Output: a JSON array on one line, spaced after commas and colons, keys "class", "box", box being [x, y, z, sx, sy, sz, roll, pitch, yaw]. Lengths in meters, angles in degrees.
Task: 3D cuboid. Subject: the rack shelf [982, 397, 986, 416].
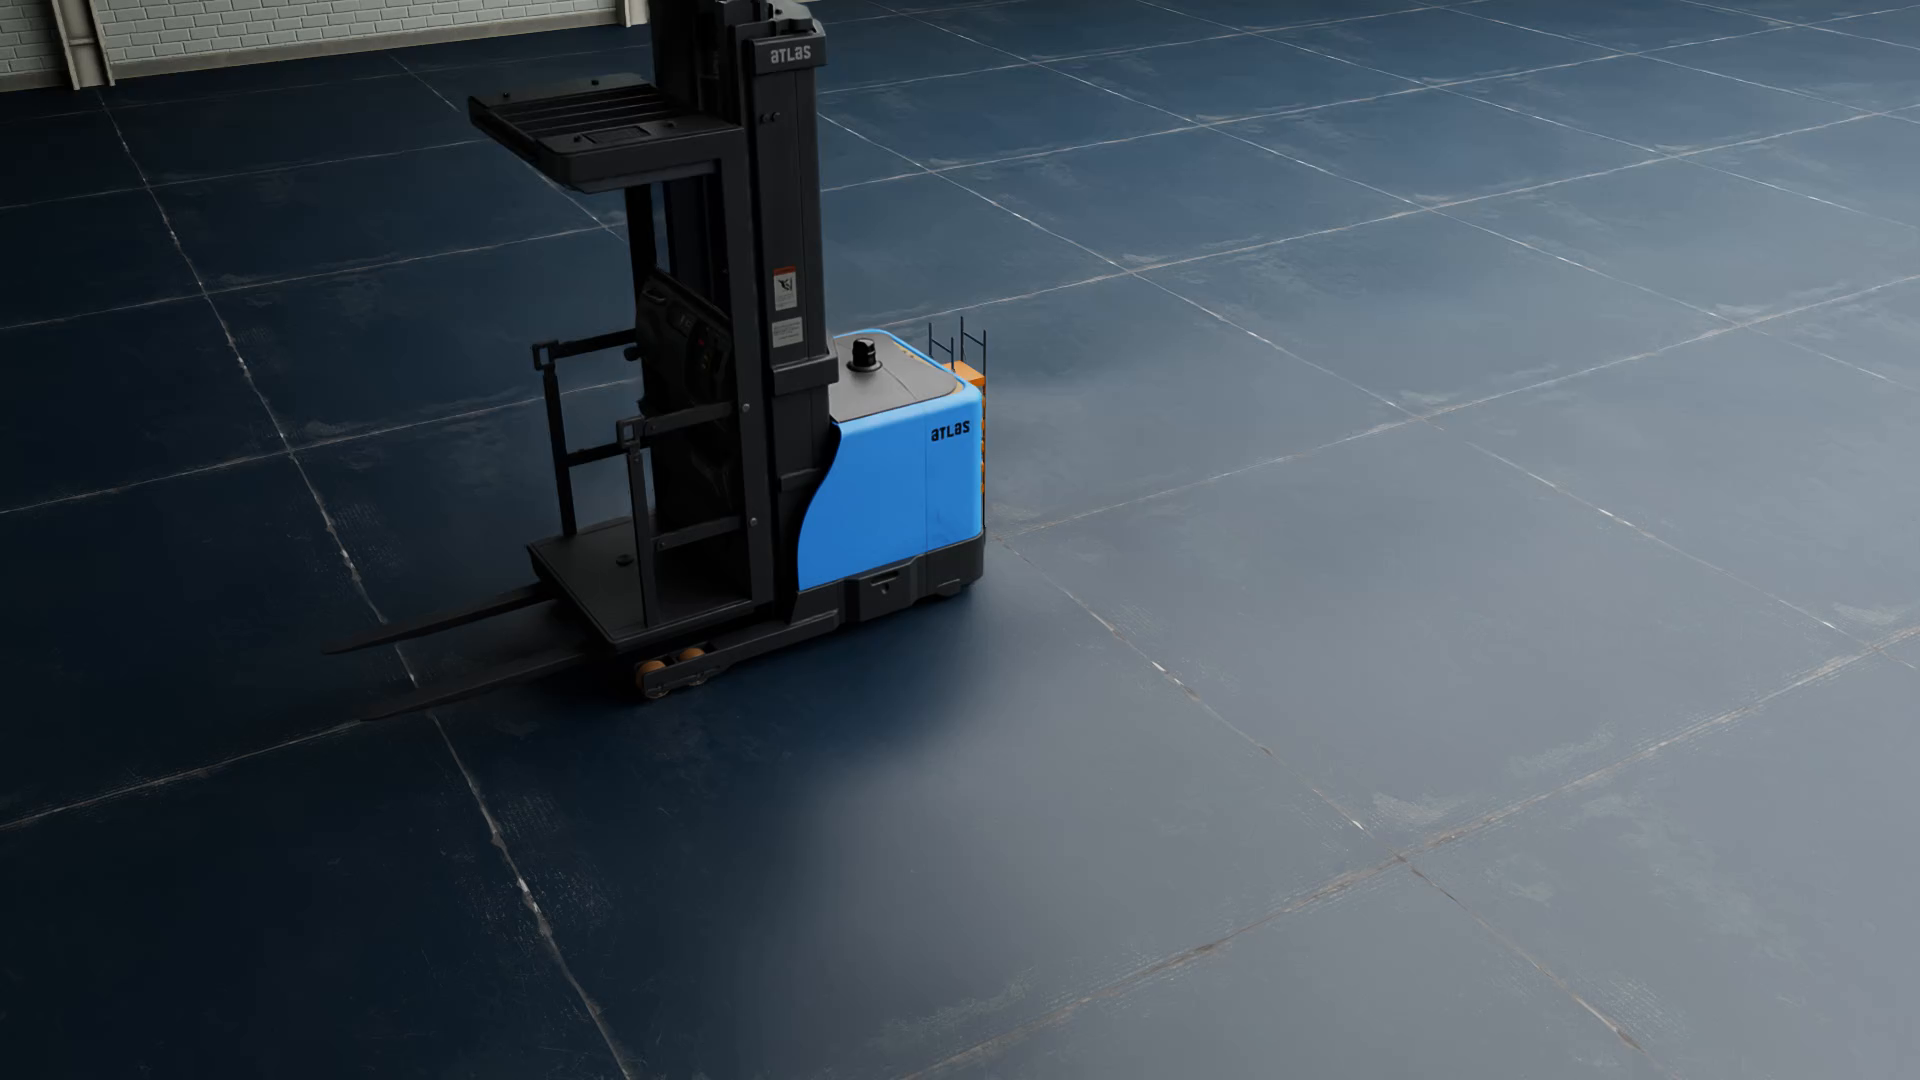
[{"class": "rack shelf", "box": [-0.012, -0.693, 8.359, 0.180, 0.103, 0.258, -16, 33, -26]}]

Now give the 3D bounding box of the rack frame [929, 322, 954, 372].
[{"class": "rack frame", "box": [-0.091, -0.499, 8.413, 0.006, 1.200, 0.240, -16, 33, -26]}]

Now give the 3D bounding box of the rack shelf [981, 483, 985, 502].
[{"class": "rack shelf", "box": [-0.012, -0.273, 8.591, 0.180, 0.103, 0.258, -16, 33, -26]}]

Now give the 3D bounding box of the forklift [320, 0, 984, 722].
[{"class": "forklift", "box": [-1.400, -0.864, 7.282, 3.031, 2.935, 1.130, -17, 33, -28]}]

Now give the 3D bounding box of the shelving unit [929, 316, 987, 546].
[{"class": "shelving unit", "box": [-0.012, -0.522, 8.454, 0.189, 1.200, 0.258, -16, 33, -26]}]

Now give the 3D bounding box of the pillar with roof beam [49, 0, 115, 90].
[{"class": "pillar with roof beam", "box": [-6.879, -6.907, 11.952, 0.400, 9.000, 9.100, -16, 33, -26]}]

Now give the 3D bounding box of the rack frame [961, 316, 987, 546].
[{"class": "rack frame", "box": [0.066, -0.544, 8.494, 0.006, 1.200, 0.240, -16, 33, -26]}]

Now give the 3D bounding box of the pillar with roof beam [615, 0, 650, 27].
[{"class": "pillar with roof beam", "box": [-1.706, -8.376, 14.614, 0.400, 9.000, 9.100, -16, 33, -26]}]

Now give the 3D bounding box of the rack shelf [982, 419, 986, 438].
[{"class": "rack shelf", "box": [-0.012, -0.588, 8.417, 0.180, 0.103, 0.258, -16, 33, -26]}]

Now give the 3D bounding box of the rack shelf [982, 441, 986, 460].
[{"class": "rack shelf", "box": [-0.012, -0.483, 8.475, 0.180, 0.103, 0.258, -16, 33, -26]}]

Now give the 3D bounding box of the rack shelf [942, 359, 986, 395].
[{"class": "rack shelf", "box": [-0.012, -0.798, 8.301, 0.180, 0.103, 0.258, -16, 33, -26]}]

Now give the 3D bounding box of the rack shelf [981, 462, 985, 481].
[{"class": "rack shelf", "box": [-0.012, -0.378, 8.533, 0.180, 0.103, 0.258, -16, 33, -26]}]
